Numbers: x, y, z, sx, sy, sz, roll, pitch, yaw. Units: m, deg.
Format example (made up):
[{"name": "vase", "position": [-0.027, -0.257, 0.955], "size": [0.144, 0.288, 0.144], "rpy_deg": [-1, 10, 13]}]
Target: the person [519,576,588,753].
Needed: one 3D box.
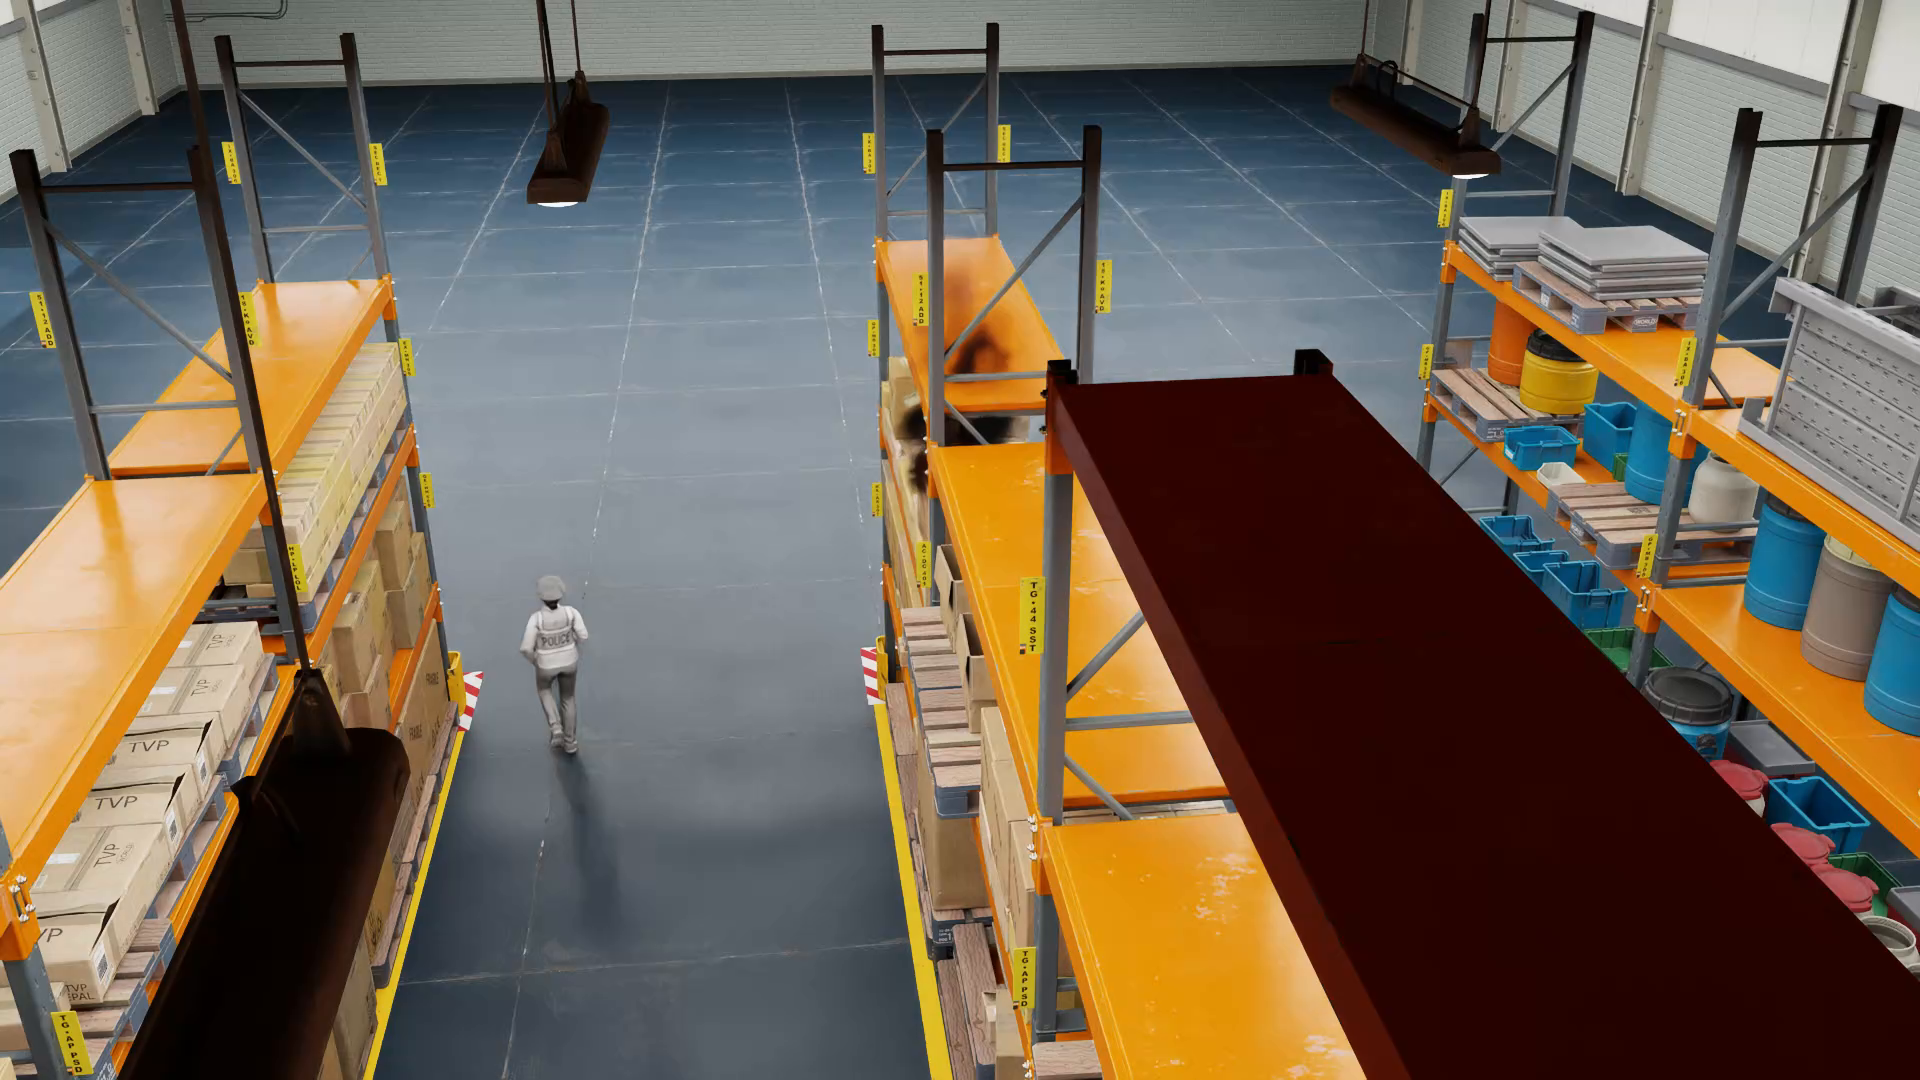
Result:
[{"name": "person", "position": [-3.517, 1.033, 14.392], "size": [0.602, 1.655, 0.554], "rpy_deg": [-10, 27, -21]}]
